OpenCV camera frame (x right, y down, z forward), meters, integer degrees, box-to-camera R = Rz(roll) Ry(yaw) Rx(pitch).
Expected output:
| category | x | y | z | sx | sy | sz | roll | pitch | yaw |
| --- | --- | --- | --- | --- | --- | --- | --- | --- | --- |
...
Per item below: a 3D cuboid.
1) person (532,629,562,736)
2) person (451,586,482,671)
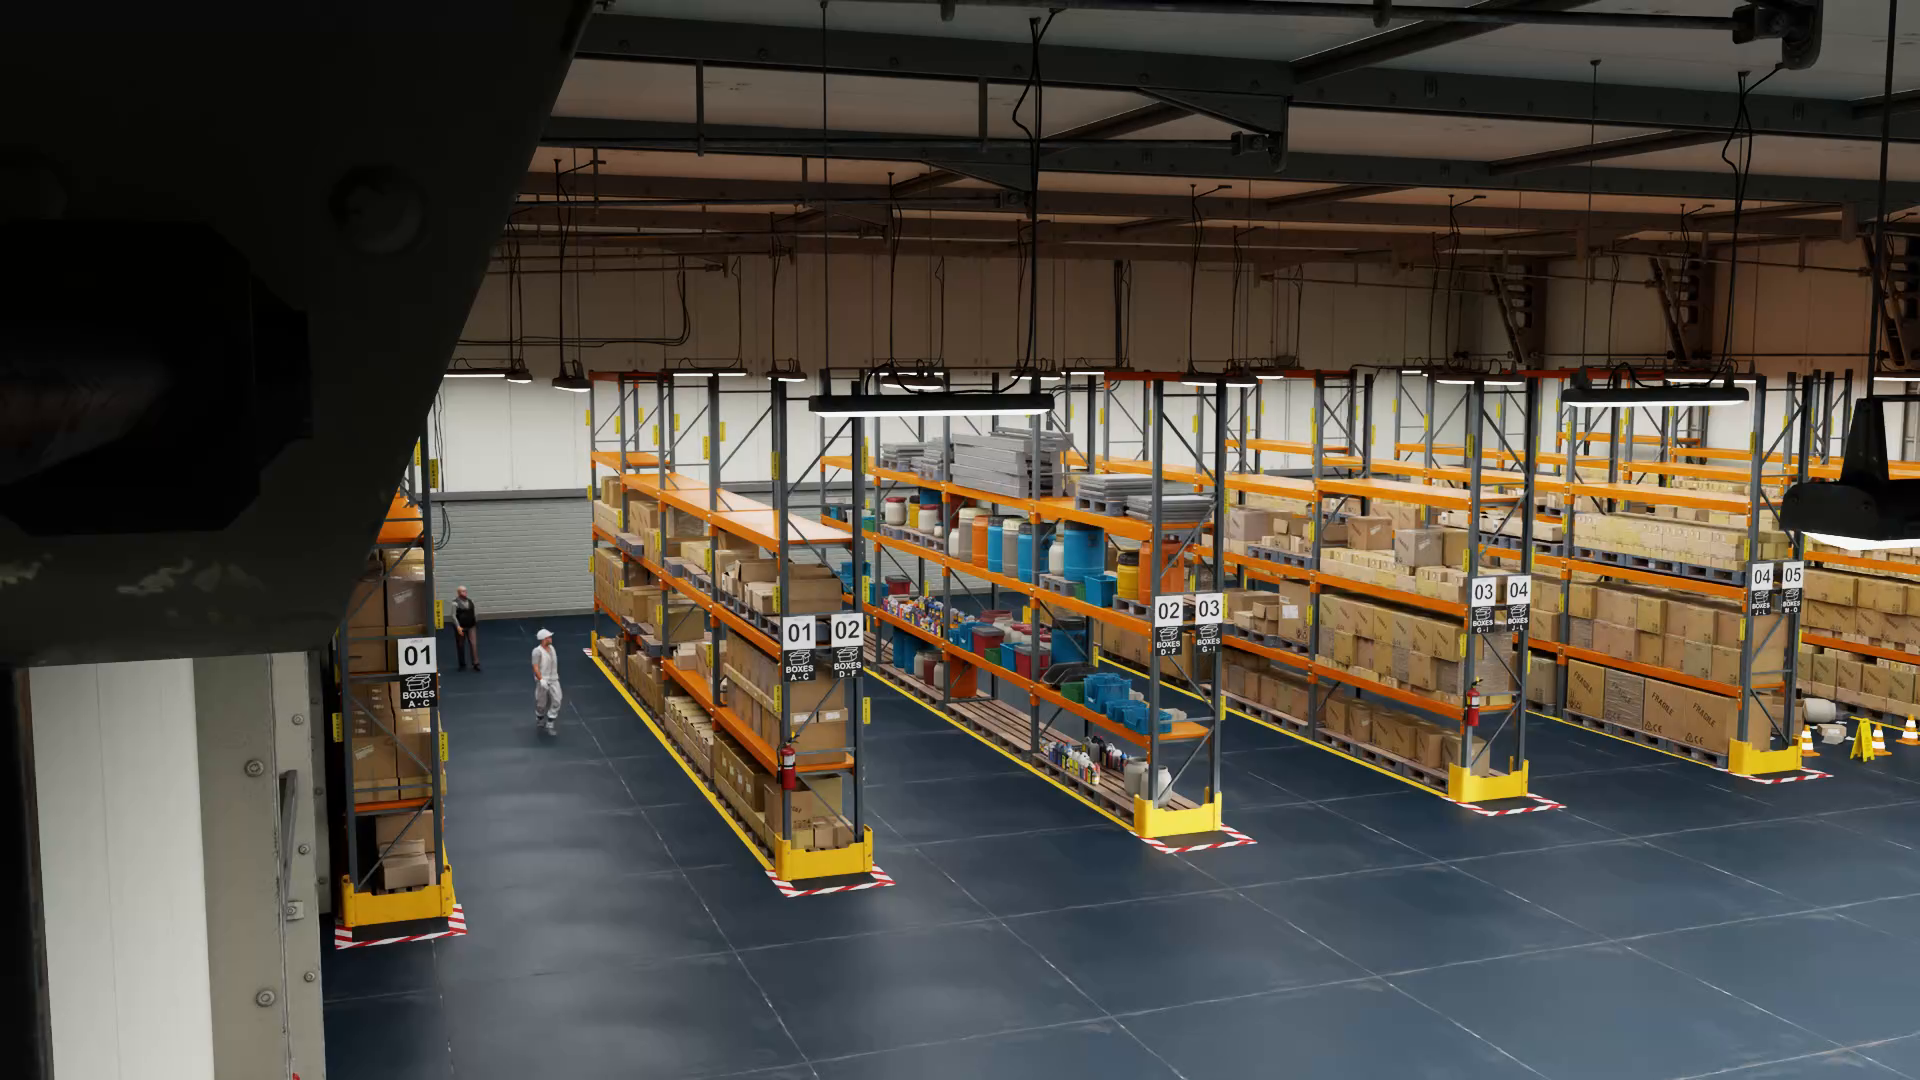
| category | x | y | z | sx | sy | sz | roll | pitch | yaw |
| --- | --- | --- | --- | --- | --- | --- | --- | --- | --- |
| person | -6.900 | 2.368 | 27.860 | 0.695 | 1.766 | 0.613 | 6 | 9 | 45 |
| person | -9.922 | 1.761 | 33.312 | 0.530 | 1.663 | 1.001 | -3 | 7 | -26 |
